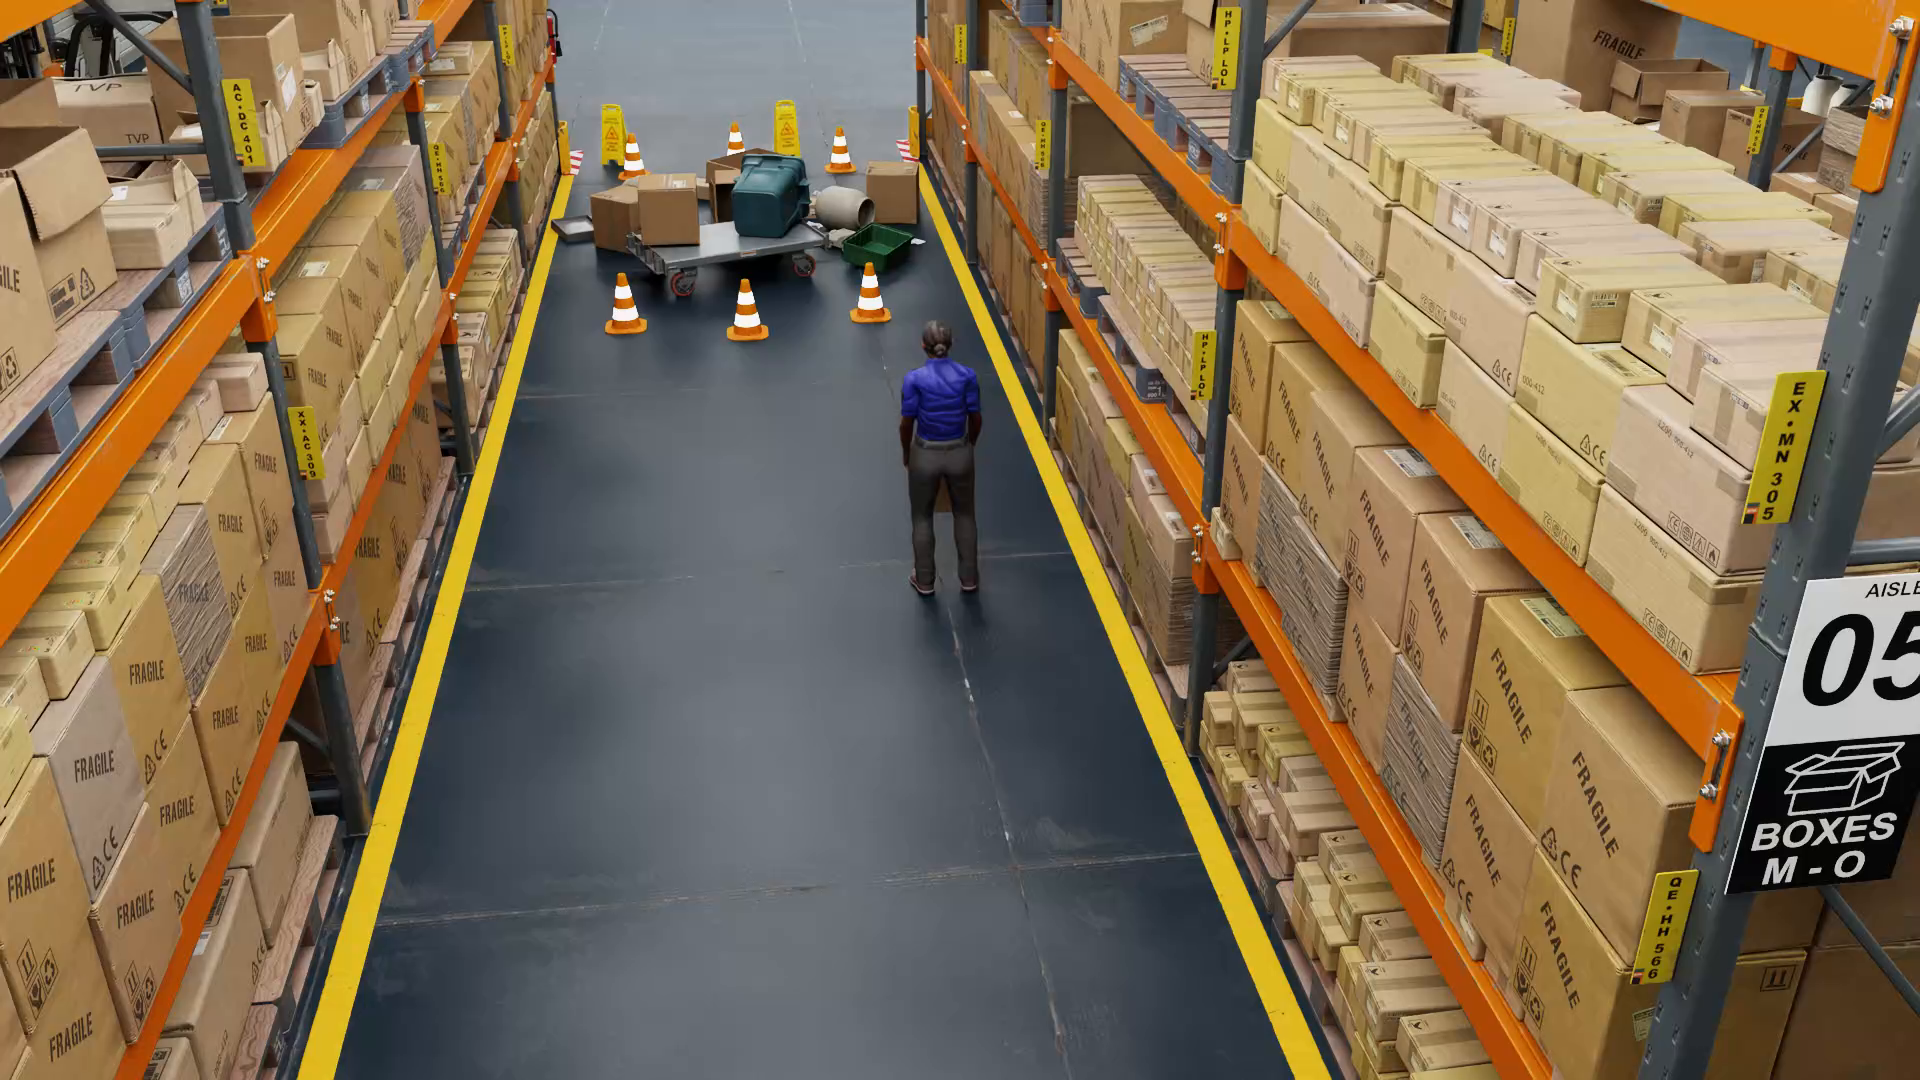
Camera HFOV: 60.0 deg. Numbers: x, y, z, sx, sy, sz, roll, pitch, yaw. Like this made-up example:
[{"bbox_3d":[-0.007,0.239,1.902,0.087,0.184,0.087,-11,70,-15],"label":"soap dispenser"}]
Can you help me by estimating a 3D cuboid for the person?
[{"bbox_3d":[-0.105,-0.466,9.520,0.492,1.660,0.345,-4,28,-8],"label":"person"}]
